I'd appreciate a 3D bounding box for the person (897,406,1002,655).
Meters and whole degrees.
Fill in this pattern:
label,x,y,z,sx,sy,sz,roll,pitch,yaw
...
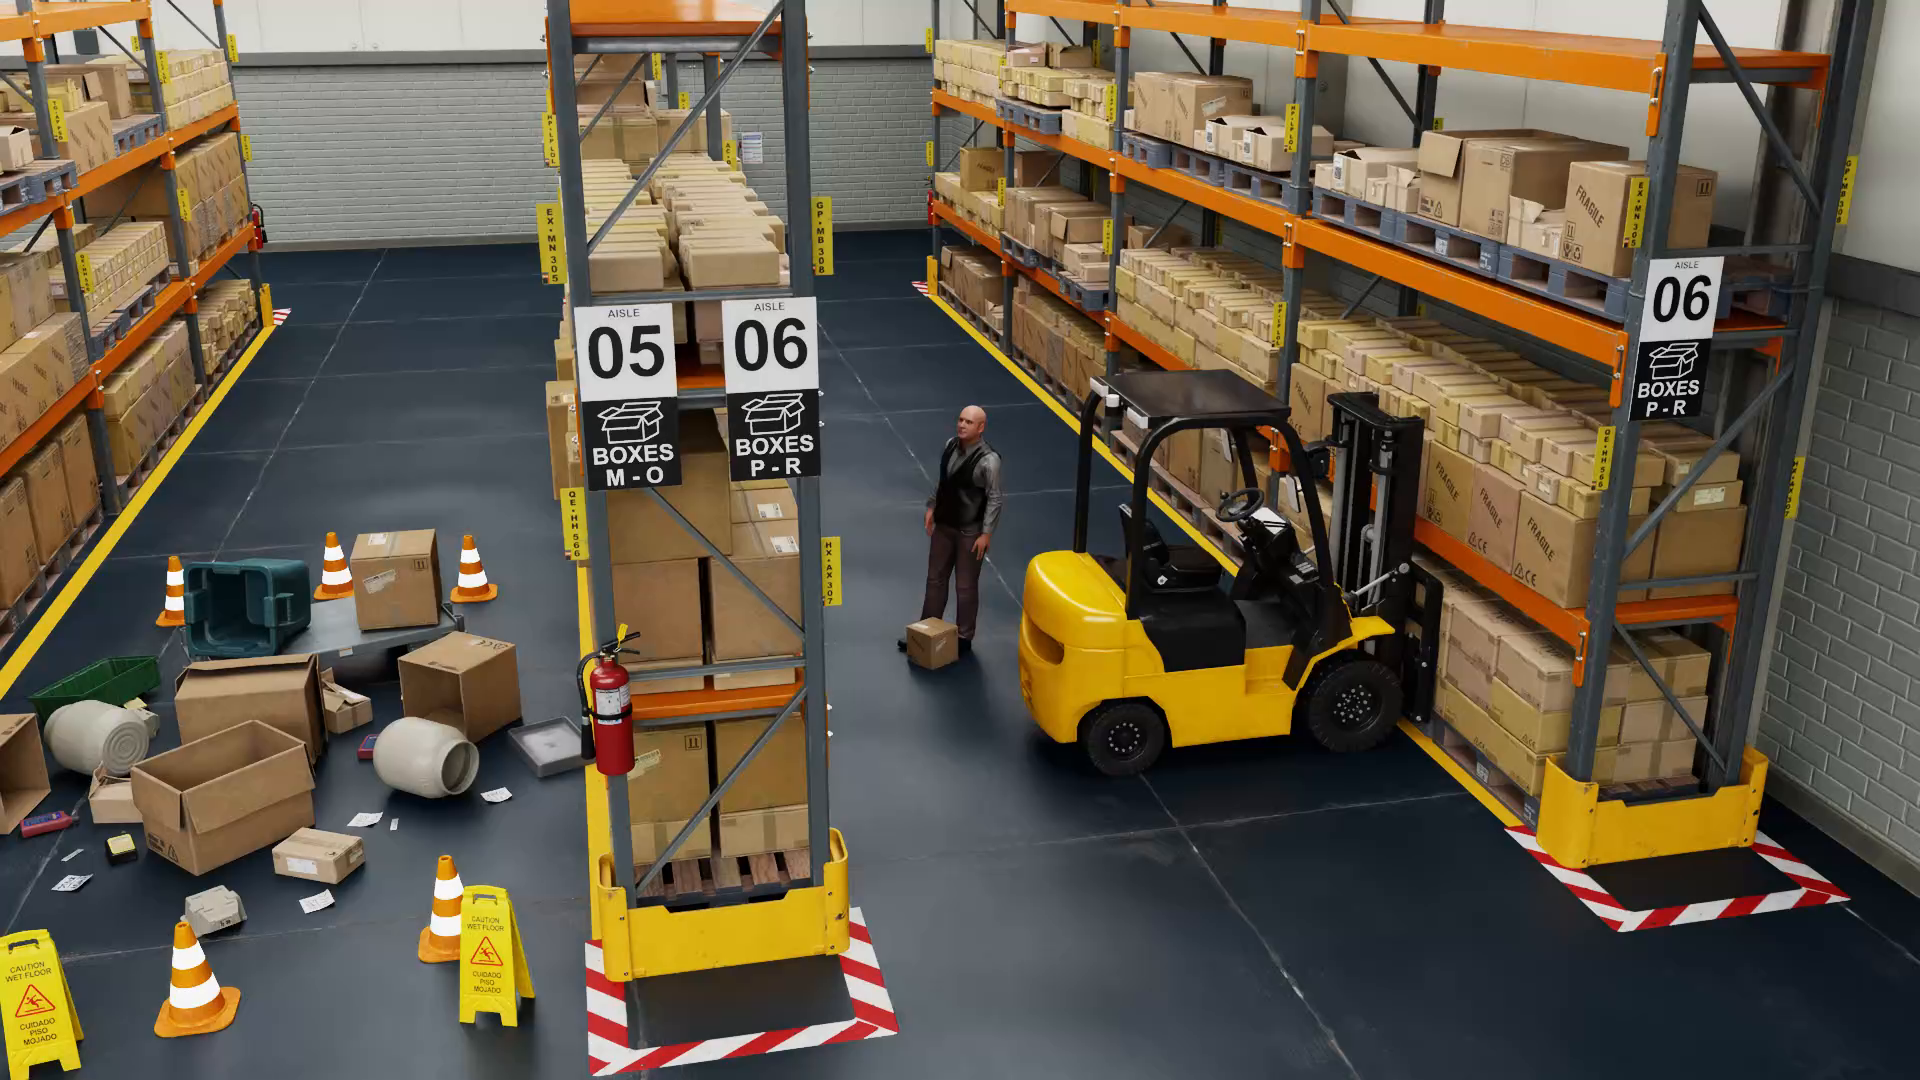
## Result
label,x,y,z,sx,sy,sz,roll,pitch,yaw
person,-0.041,-0.057,11.242,0.566,1.722,0.633,-17,26,-39
